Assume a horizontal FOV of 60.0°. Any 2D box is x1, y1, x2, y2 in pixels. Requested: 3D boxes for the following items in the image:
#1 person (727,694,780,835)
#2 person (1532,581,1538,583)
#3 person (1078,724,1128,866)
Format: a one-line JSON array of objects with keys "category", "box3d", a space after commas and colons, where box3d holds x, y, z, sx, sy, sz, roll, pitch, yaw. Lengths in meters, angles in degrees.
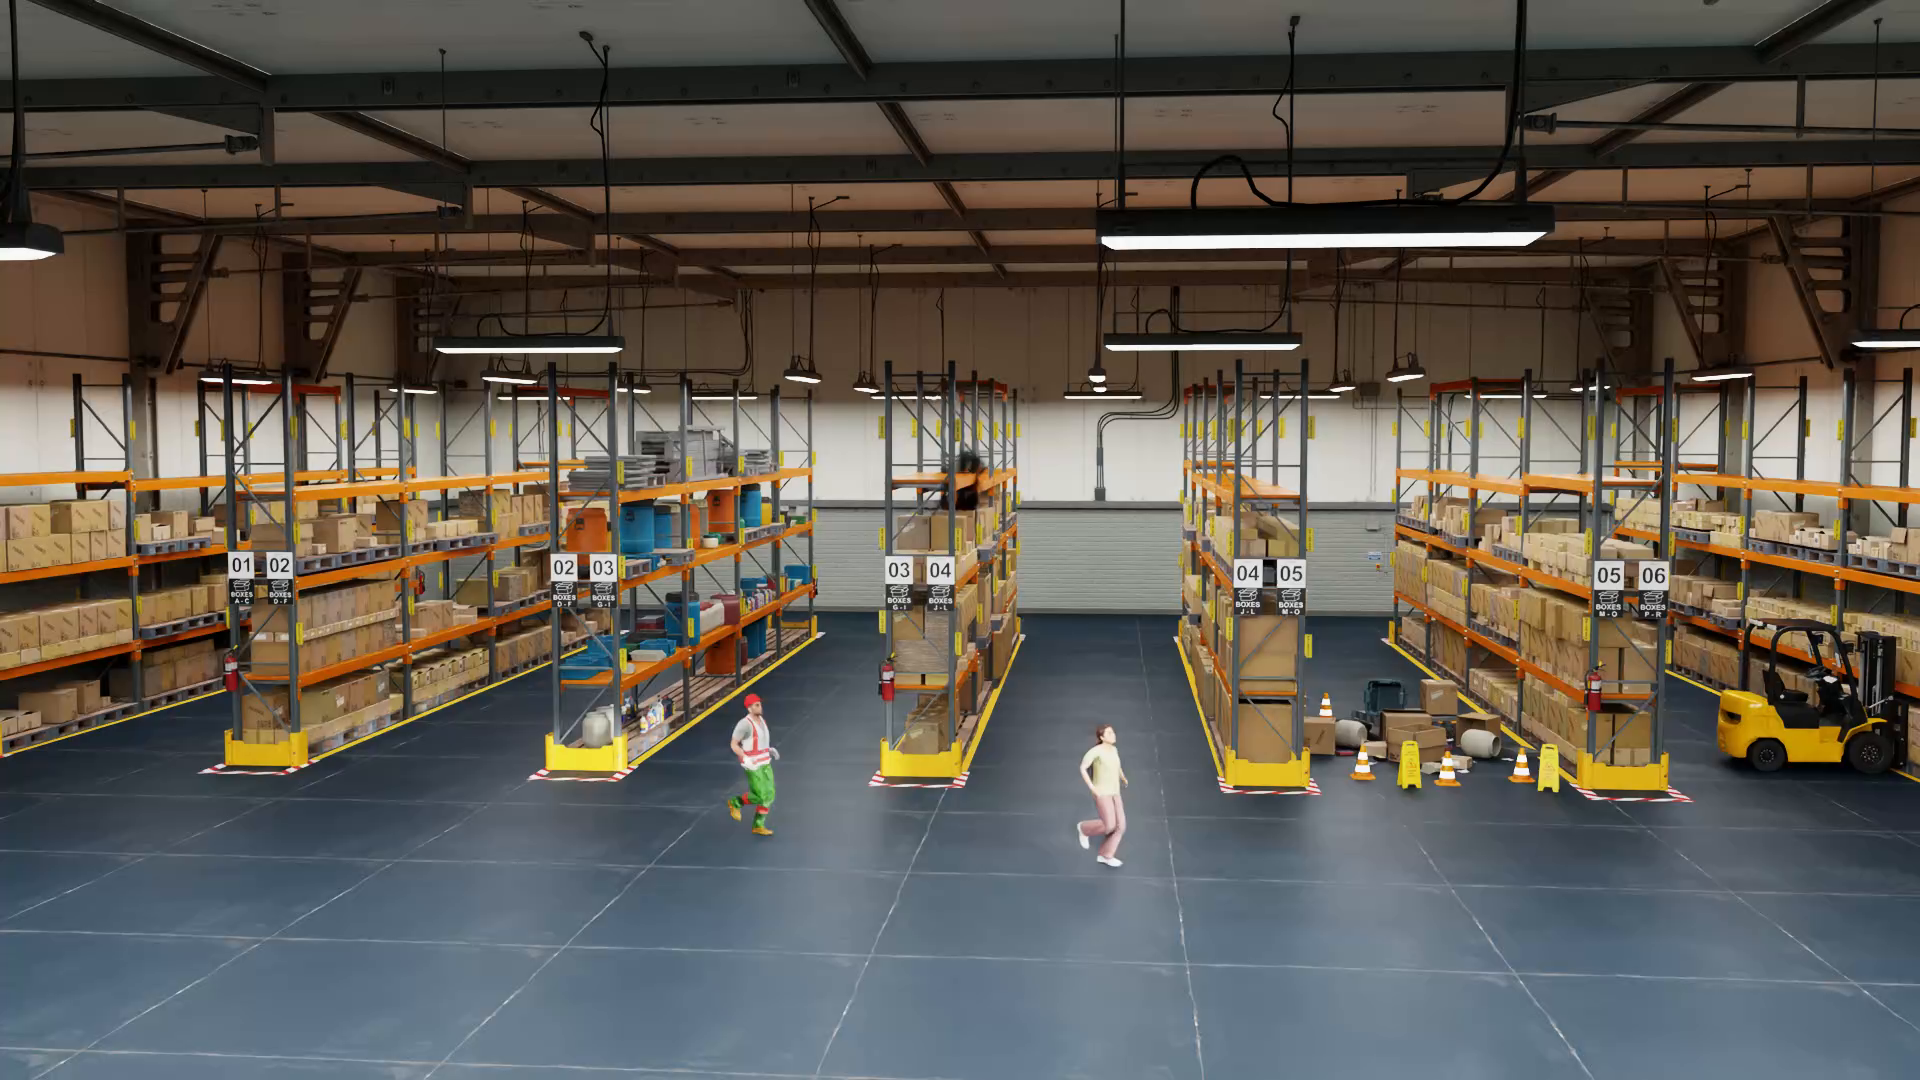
[{"category": "person", "box3d": [-2.580, 2.777, 20.662, 0.613, 1.740, 0.657, 2, 4, 28]}, {"category": "person", "box3d": [12.482, 1.767, 36.155, 0.694, 1.736, 0.640, -1, 4, -8]}, {"category": "person", "box3d": [1.655, 2.934, 19.257, 0.616, 1.627, 0.563, -3, 5, -43]}]
